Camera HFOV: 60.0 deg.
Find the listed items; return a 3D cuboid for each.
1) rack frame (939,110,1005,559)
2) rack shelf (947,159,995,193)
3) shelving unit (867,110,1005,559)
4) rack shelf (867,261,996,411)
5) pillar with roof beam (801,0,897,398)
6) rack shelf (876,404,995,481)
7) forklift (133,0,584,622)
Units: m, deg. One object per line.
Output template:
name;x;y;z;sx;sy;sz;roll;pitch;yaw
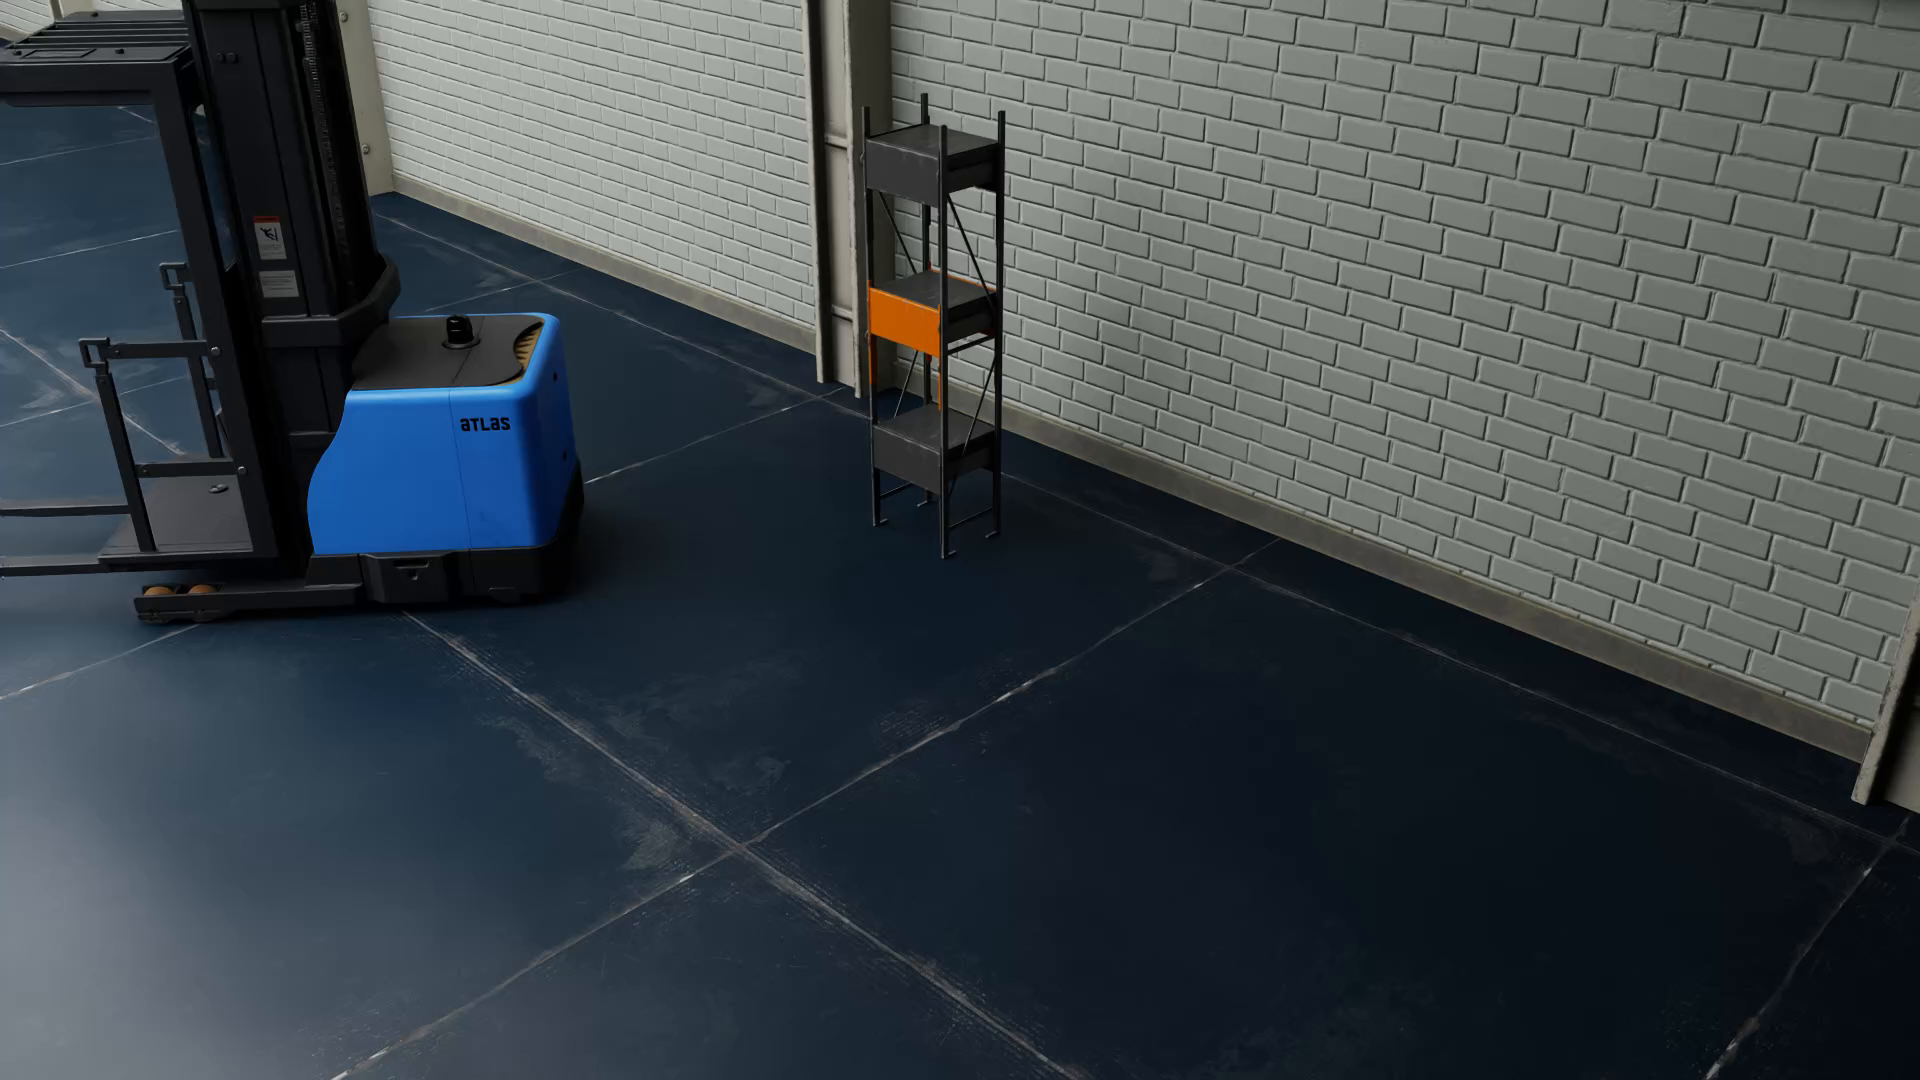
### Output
rack frame;0.056;-0.904;7.713;0.015;2.100;0.400;25;36;38
rack shelf;-0.118;-1.680;7.498;0.442;0.100;0.332;25;36;38
shelving unit;-0.114;-0.981;7.860;0.492;2.100;0.431;25;36;38
rack shelf;-0.118;-0.971;7.870;0.480;0.518;0.431;25;36;38
pillar with roof beam;-3.639;-3.506;5.249;0.400;9.000;9.100;25;36;38
rack shelf;-0.118;-0.473;8.132;0.457;0.174;0.368;25;36;38
forklift;-3.387;-1.174;7.333;3.031;2.935;1.130;-2;28;-4
